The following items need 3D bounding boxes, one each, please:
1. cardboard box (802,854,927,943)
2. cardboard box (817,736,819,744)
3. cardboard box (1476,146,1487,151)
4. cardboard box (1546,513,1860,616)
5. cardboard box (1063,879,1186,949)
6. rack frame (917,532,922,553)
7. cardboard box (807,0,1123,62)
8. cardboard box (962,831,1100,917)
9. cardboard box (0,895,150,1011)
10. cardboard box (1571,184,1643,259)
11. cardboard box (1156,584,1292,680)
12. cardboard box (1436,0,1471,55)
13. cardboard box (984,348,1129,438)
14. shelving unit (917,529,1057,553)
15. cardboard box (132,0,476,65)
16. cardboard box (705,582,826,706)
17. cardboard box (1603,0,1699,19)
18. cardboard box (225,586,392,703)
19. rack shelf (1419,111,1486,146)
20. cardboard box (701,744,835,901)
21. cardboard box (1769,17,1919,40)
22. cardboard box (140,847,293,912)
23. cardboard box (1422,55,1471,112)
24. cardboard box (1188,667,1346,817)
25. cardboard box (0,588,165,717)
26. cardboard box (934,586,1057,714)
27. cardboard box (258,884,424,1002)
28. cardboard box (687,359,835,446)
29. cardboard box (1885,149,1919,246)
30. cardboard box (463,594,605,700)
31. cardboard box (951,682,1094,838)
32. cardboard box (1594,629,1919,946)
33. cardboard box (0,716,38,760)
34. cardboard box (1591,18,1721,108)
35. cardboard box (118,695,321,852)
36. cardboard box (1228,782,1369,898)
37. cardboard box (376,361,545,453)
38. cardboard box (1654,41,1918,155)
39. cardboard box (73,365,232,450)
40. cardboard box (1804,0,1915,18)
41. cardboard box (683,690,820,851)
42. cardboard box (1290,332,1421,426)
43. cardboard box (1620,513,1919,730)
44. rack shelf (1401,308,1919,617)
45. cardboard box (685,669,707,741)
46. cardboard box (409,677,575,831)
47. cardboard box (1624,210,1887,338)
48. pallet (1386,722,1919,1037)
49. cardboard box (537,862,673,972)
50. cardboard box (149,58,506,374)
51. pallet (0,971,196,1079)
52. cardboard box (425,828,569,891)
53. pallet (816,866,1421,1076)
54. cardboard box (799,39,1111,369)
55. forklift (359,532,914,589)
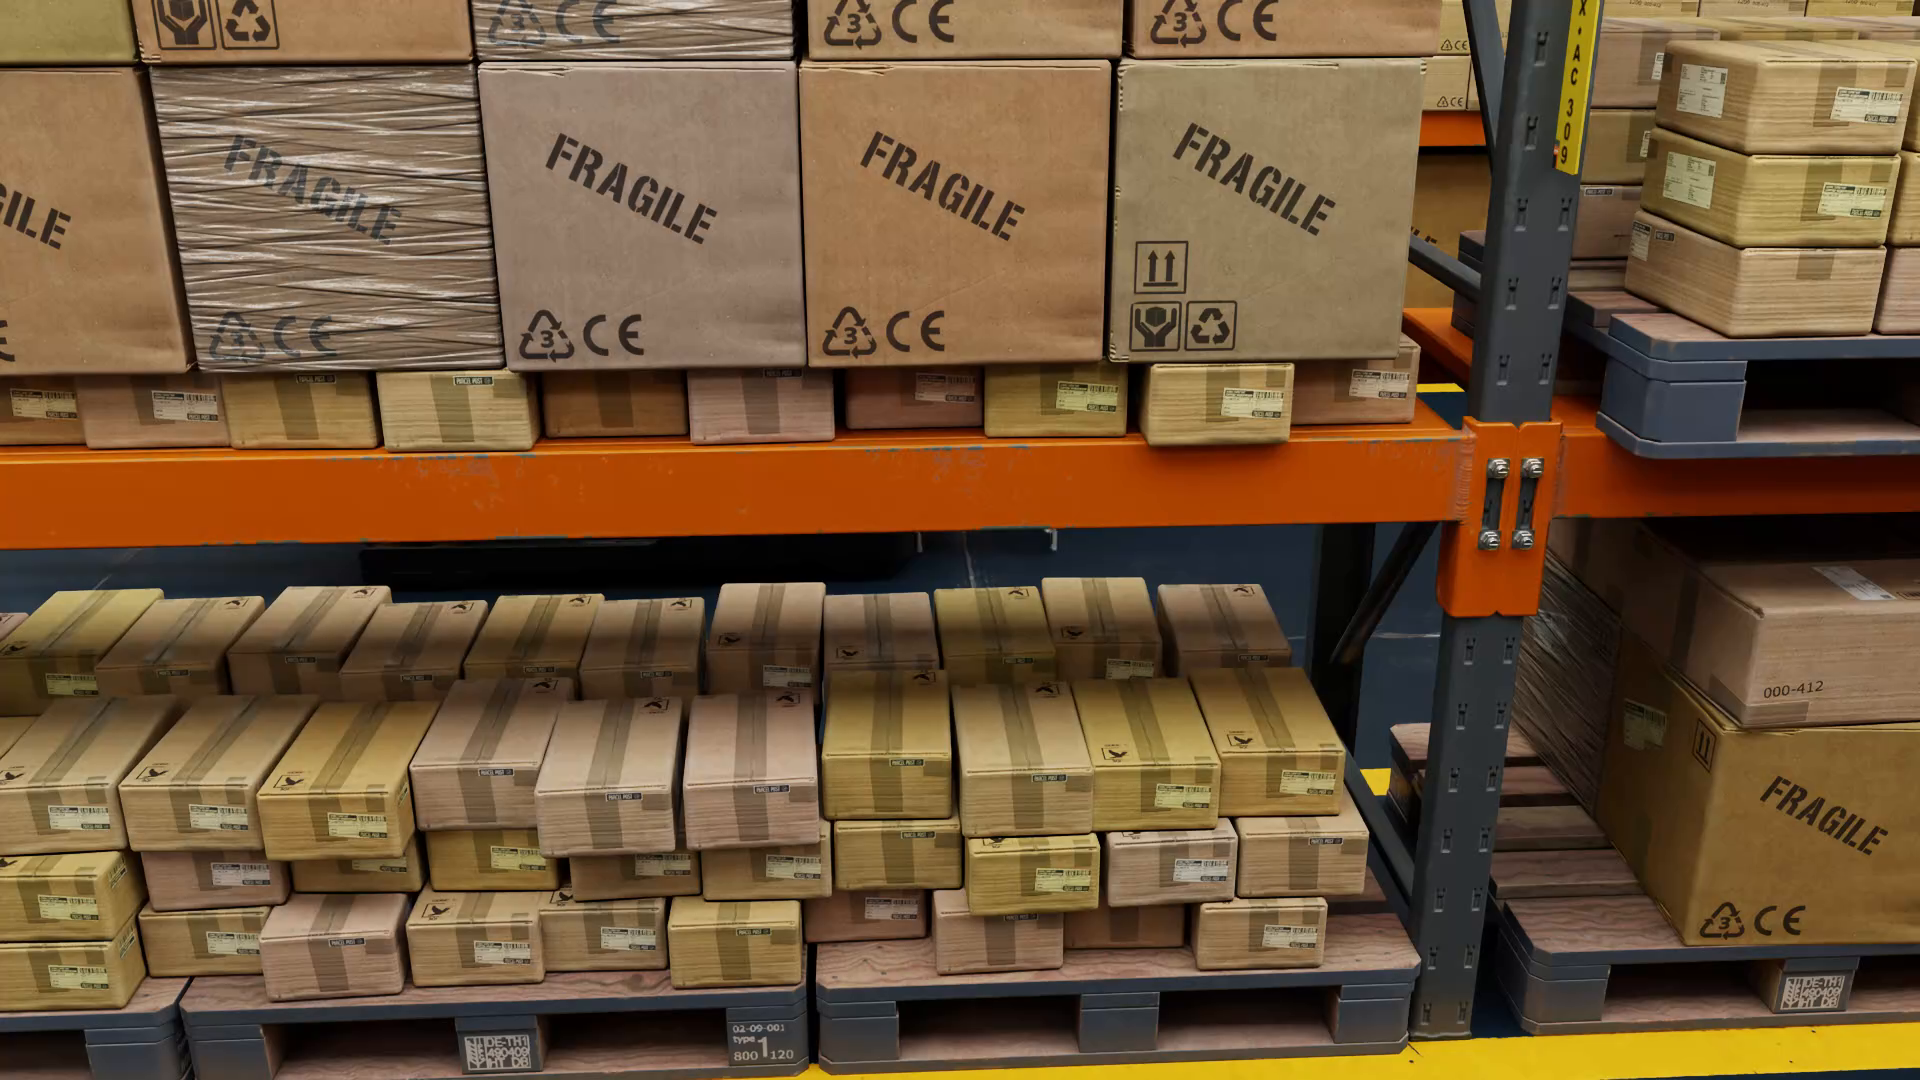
[{"bbox_3d":[-0.208,0.681,3.532,0.250,0.149,0.380,-2,21,-4],"label":"cardboard box"},{"bbox_3d":[-0.451,0.549,3.879,0.250,0.149,0.380,-2,21,-5],"label":"cardboard box"},{"bbox_3d":[2.984,-1.590,8.476,0.875,0.875,0.875,-1,21,-2],"label":"cardboard box"},{"bbox_3d":[1.688,-0.033,3.862,0.500,0.250,0.500,-2,21,-4],"label":"cardboard box"},{"bbox_3d":[0.322,0.691,3.507,0.250,0.149,0.380,-1,21,-2],"label":"cardboard box"},{"bbox_3d":[-0.150,-0.557,5.897,0.015,1.200,0.240,-1,21,-2],"label":"rack frame"},{"bbox_3d":[-0.011,-1.085,2.791,0.500,0.500,0.500,-2,21,-5],"label":"cardboard box"},{"bbox_3d":[0.126,0.588,3.359,0.250,0.149,0.380,-2,21,-5],"label":"cardboard box"},{"bbox_3d":[-1.728,0.762,3.319,0.250,0.149,0.380,-1,21,-2],"label":"cardboard box"},{"bbox_3d":[1.344,-0.707,3.525,0.250,0.149,0.380,-2,21,-4],"label":"cardboard box"},{"bbox_3d":[0.603,0.242,3.851,0.250,0.149,0.380,0,21,-1],"label":"cardboard box"},{"bbox_3d":[2.055,-2.400,7.717,0.500,0.250,0.500,-1,21,-2],"label":"cardboard box"},{"bbox_3d":[0.166,-0.315,3.087,0.250,0.149,0.380,0,21,-1],"label":"cardboard box"},{"bbox_3d":[0.094,-0.560,5.906,0.503,1.200,0.258,-1,21,-2],"label":"shelving unit"},{"bbox_3d":[-1.039,-1.063,2.734,0.500,0.500,0.500,-2,21,-5],"label":"cardboard box"},{"bbox_3d":[-0.443,0.238,3.860,0.250,0.149,0.380,-1,21,-2],"label":"cardboard box"},{"bbox_3d":[3.078,-2.422,7.774,0.500,0.250,0.500,-2,21,-4],"label":"cardboard box"},{"bbox_3d":[-1.488,0.246,3.841,0.250,0.149,0.380,0,21,-1],"label":"cardboard box"},{"bbox_3d":[2.572,-2.011,8.197,4.000,0.370,1.077,-1,21,-3],"label":"rack shelf"},{"bbox_3d":[-0.383,0.571,3.405,0.250,0.149,0.380,-1,21,-2],"label":"cardboard box"},{"bbox_3d":[1.875,-0.995,3.444,0.250,0.149,0.380,-2,21,-5],"label":"cardboard box"},{"bbox_3d":[-1.459,0.581,3.377,0.250,0.149,0.380,-2,21,-6],"label":"cardboard box"},{"bbox_3d":[2.059,-2.167,7.808,0.500,0.250,0.500,-1,21,-3],"label":"cardboard box"},{"bbox_3d":[0.618,0.408,3.414,0.250,0.149,0.380,-1,21,-2],"label":"cardboard box"},{"bbox_3d":[-2.015,0.254,3.820,0.250,0.149,0.380,-2,21,-4],"label":"cardboard box"},{"bbox_3d":[0.075,0.249,3.832,0.250,0.149,0.380,-1,21,-4],"label":"cardboard box"},{"bbox_3d":[-1.225,0.749,3.354,0.250,0.149,0.380,-2,21,-6],"label":"cardboard box"},{"bbox_3d":[-0.363,-0.303,3.053,0.250,0.149,0.380,-2,21,-5],"label":"cardboard box"},{"bbox_3d":[1.637,-0.618,2.874,0.250,0.149,0.380,-2,21,-4],"label":"cardboard box"},{"bbox_3d":[-0.959,0.264,3.792,0.250,0.149,0.380,-1,21,-3],"label":"cardboard box"},{"bbox_3d":[0.117,0.435,3.344,0.250,0.149,0.380,-1,21,-4],"label":"cardboard box"},{"bbox_3d":[1.712,0.501,3.512,0.500,0.500,0.500,0,21,-1],"label":"cardboard box"},{"bbox_3d":[-1.965,0.492,3.195,0.250,0.149,0.380,-1,21,-3],"label":"cardboard box"},{"bbox_3d":[1.348,-0.984,3.417,0.250,0.149,0.380,0,21,-1],"label":"cardboard box"},{"bbox_3d":[-1.445,0.455,3.291,0.250,0.149,0.380,0,21,-1],"label":"cardboard box"},{"bbox_3d":[0.662,0.567,3.416,0.250,0.149,0.380,-1,21,-2],"label":"cardboard box"},{"bbox_3d":[-0.870,-0.286,3.010,0.250,0.149,0.380,-1,21,-2],"label":"cardboard box"},{"bbox_3d":[1.378,-0.751,2.805,0.250,0.149,0.380,0,21,0],"label":"cardboard box"},{"bbox_3d":[-1.398,-0.293,3.029,0.250,0.149,0.380,-2,21,-4],"label":"cardboard box"},{"bbox_3d":[4.100,-2.451,7.851,0.500,0.250,0.500,-1,21,-3],"label":"cardboard box"},{"bbox_3d":[-0.411,0.451,3.302,0.250,0.149,0.380,-2,21,-6],"label":"cardboard box"},{"bbox_3d":[0.687,-0.344,3.161,0.250,0.149,0.380,-1,21,-4],"label":"cardboard box"},{"bbox_3d":[1.712,0.150,3.379,0.500,0.250,0.500,-2,21,-5],"label":"cardboard box"},{"bbox_3d":[2.955,-0.254,3.584,4.000,0.370,1.077,-1,21,-3],"label":"rack shelf"},{"bbox_3d":[-0.711,0.380,3.906,0.250,0.149,0.380,-1,21,-3],"label":"cardboard box"},{"bbox_3d":[-0.934,0.427,3.365,0.250,0.149,0.380,-1,21,-3],"label":"cardboard box"},{"bbox_3d":[1.378,-0.473,2.911,0.250,0.149,0.380,-2,21,-6],"label":"cardboard box"},{"bbox_3d":[1.736,0.737,3.889,1.213,0.211,1.003,-1,21,-3],"label":"pallet"},{"bbox_3d":[-0.711,0.718,3.437,0.250,0.149,0.380,-1,21,-2],"label":"cardboard box"},{"bbox_3d":[-1.040,-0.603,2.931,0.500,0.500,0.500,-2,21,-4],"label":"cardboard box"},{"bbox_3d":[-2.146,0.829,3.647,1.213,0.211,1.003,-1,21,-3],"label":"pallet"},{"bbox_3d":[-0.921,0.559,3.435,0.250,0.149,0.380,0,21,-1],"label":"cardboard box"},{"bbox_3d":[0.290,0.780,3.777,1.213,0.211,1.003,-1,21,-3],"label":"pallet"},{"bbox_3d":[-0.027,-0.615,2.963,0.500,0.500,0.500,-2,21,-5],"label":"cardboard box"},{"bbox_3d":[-1.690,-1.394,5.664,3.031,2.935,1.130,-1,21,-2],"label":"forklift"}]
